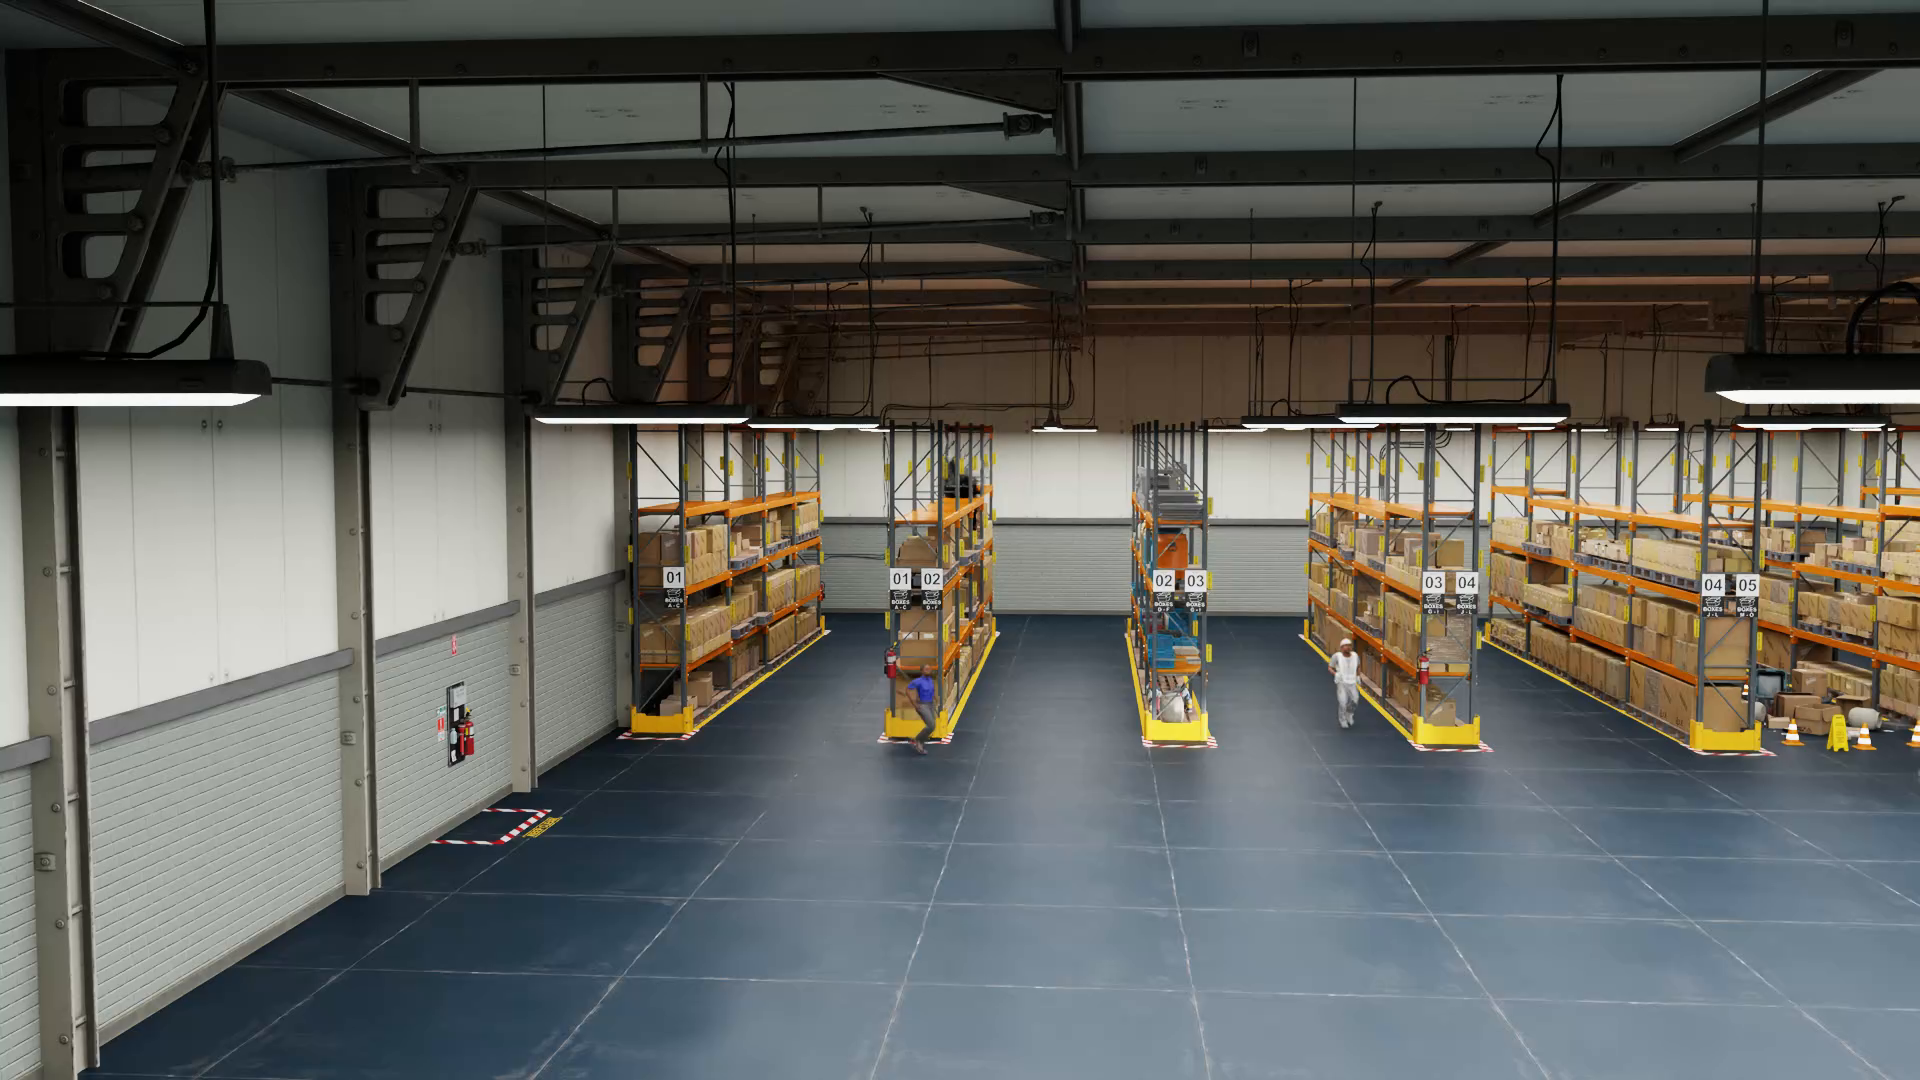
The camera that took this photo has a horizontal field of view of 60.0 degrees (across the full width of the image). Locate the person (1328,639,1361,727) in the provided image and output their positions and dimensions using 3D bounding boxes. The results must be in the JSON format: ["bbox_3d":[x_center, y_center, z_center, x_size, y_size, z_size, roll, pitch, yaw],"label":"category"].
[{"bbox_3d":[7.517,2.793,32.367,0.681,1.741,0.571,0,4,-2],"label":"person"}]

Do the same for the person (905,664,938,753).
[{"bbox_3d":[-0.605,3.030,29.828,0.550,1.603,0.583,2,4,34],"label":"person"}]
